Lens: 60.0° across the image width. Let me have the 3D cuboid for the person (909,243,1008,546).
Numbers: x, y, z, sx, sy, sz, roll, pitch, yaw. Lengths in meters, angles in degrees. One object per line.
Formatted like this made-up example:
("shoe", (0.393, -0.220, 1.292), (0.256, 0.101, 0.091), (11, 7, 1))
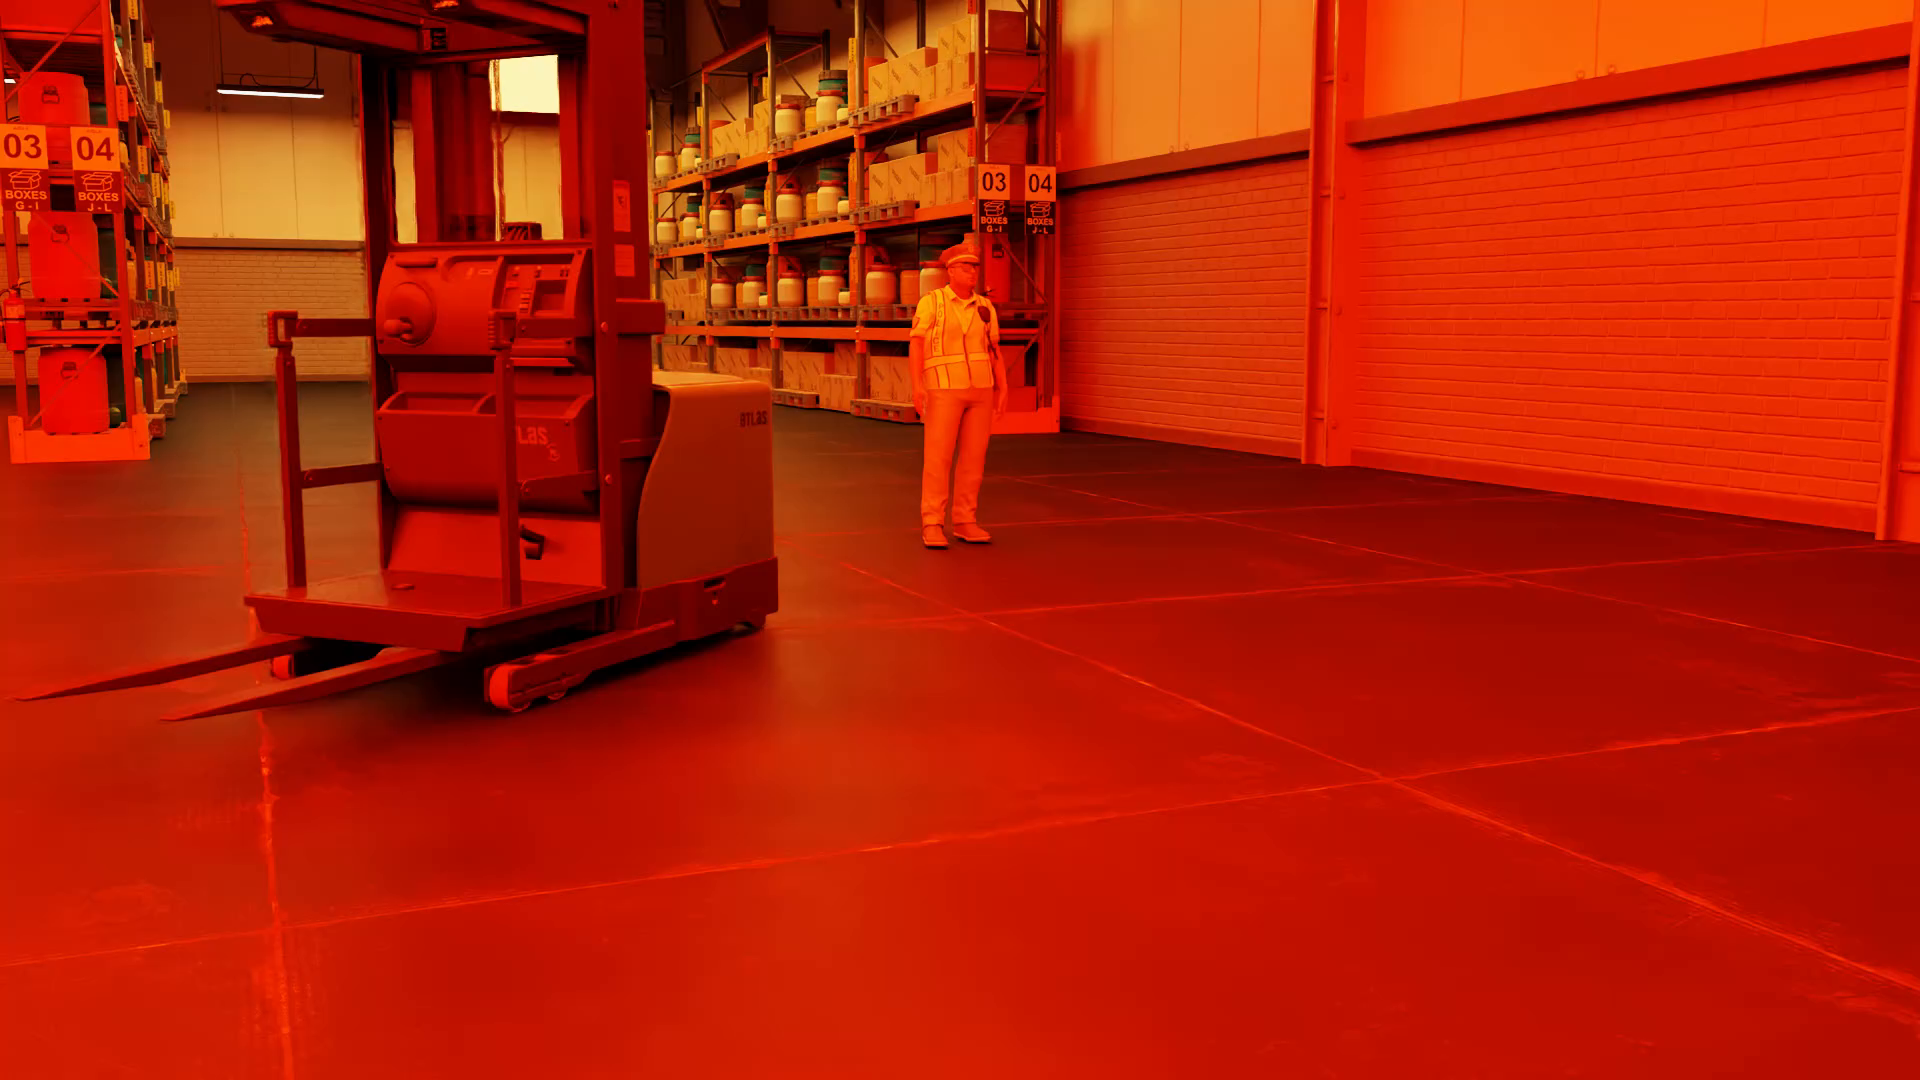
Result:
("person", (0.021, -0.881, 9.961), (0.641, 1.780, 0.574), (-3, 8, -23))

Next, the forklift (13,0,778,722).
("forklift", (-1.868, -0.928, 5.979), (1.130, 2.935, 3.031), (3, 8, 24))
